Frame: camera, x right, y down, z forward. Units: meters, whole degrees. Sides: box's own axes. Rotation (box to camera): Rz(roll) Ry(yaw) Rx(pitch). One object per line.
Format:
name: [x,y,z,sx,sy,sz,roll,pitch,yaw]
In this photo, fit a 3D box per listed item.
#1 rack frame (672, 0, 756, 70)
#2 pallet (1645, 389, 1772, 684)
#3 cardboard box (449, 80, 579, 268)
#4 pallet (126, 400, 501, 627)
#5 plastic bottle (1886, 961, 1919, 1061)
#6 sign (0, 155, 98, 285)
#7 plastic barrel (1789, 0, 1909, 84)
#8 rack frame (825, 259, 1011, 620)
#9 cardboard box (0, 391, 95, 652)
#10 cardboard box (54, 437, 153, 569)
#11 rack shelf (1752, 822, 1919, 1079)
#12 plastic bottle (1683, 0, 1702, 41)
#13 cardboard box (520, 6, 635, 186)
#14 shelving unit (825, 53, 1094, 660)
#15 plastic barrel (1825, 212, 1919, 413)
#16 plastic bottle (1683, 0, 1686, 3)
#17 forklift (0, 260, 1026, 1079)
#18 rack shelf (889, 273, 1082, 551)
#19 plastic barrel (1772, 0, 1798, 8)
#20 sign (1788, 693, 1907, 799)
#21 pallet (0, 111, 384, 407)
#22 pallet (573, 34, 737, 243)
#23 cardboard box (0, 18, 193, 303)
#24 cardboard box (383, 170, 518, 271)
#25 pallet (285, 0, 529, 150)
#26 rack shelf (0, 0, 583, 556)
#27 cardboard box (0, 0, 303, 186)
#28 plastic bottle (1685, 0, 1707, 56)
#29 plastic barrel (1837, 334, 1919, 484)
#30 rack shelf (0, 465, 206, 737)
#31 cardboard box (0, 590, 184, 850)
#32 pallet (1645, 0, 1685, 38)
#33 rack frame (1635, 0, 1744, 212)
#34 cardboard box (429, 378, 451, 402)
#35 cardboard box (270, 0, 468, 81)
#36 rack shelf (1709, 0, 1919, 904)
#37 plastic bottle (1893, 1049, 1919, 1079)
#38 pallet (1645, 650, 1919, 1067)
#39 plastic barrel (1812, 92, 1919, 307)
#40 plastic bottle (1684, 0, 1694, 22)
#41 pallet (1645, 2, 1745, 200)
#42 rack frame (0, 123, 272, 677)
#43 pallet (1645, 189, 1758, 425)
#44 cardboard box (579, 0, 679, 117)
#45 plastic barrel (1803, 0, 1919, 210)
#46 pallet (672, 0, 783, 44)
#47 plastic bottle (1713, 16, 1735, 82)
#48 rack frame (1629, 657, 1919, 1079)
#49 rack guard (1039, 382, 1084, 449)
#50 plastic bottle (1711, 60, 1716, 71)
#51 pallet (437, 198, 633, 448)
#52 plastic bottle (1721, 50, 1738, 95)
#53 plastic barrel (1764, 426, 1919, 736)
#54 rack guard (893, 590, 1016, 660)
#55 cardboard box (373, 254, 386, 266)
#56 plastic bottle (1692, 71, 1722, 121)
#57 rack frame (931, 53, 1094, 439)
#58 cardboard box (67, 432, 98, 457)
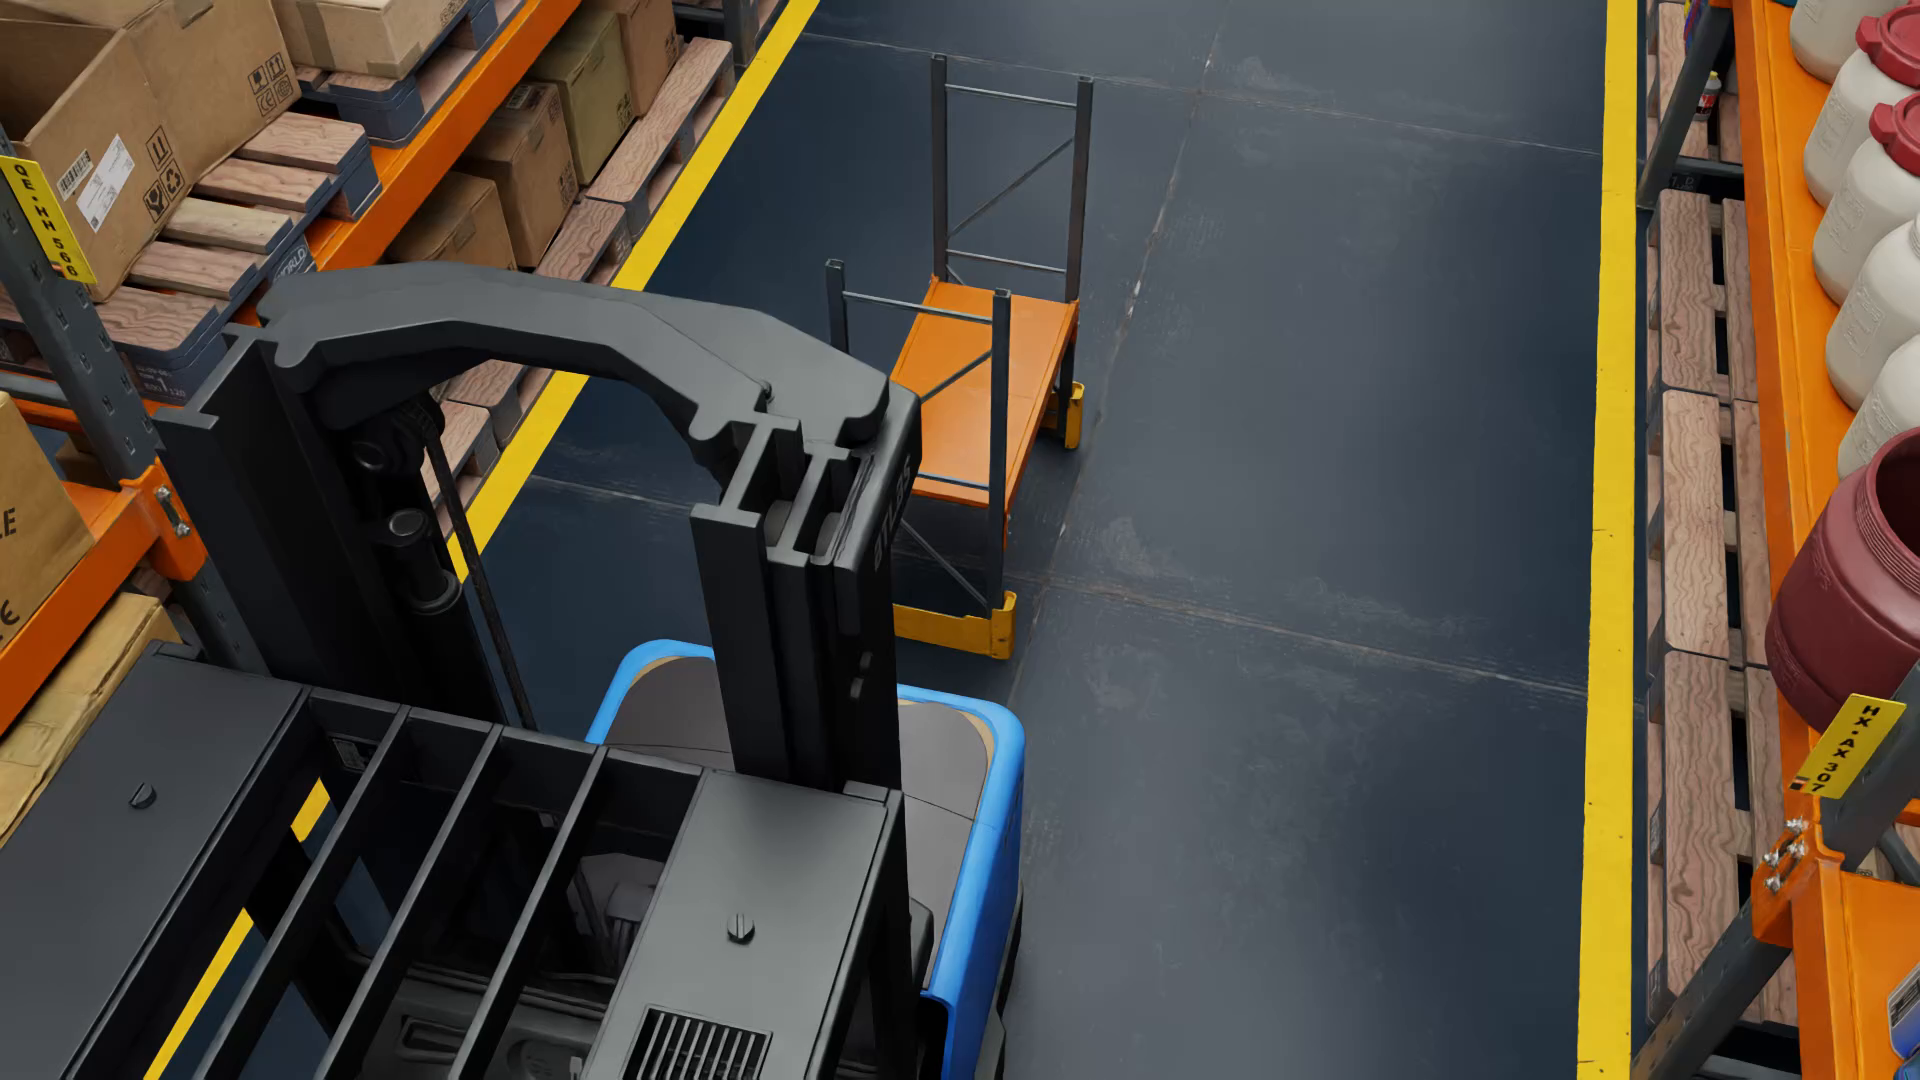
rack frame: [-1.448,-3.303,6.664,1.000,3.000,0.127,12,50,10]
pallet: [2.842,0.058,5.558,1.003,0.211,1.213,12,50,10]
cardboard box: [-1.921,-1.435,6.390,0.700,0.500,0.500,8,49,7]
pallet: [-2.293,-0.052,5.655,1.003,0.211,1.213,12,50,10]
plastic bottle: [1.852,0.858,3.075,0.152,0.276,0.135,12,50,10]
sign: [-1.964,-0.686,3.582,0.100,0.325,0.005,12,50,10]
plastic barrel: [2.867,-1.722,5.178,0.433,0.535,0.433,0,49,0]
rack frame: [-0.111,-0.190,4.918,0.500,1.500,0.032,12,50,10]
cardboard box: [-2.391,-0.037,3.715,0.500,0.500,0.500,13,50,11]
cardboard box: [-2.343,-0.217,5.314,0.700,0.500,0.500,9,49,8]
rack shelf: [1.751,2.253,2.241,1.077,0.370,4.000,12,50,10]
plastic bottle: [3.275,-2.360,7.350,0.061,0.283,0.133,15,50,13]
cardboard box: [-1.774,-1.840,6.747,0.700,0.500,0.500,11,50,10]
shelving unit: [0.020,-0.551,5.236,0.587,1.500,1.083,12,50,10]
plastic barrel: [2.453,-0.560,4.169,0.421,0.512,0.421,0,49,0]
plastic bottle: [3.404,-2.582,7.551,0.152,0.276,0.135,12,50,11]
forklift: [-0.669,1.133,2.795,1.130,2.935,3.031,10,49,9]
rack shelf: [0.022,-0.439,5.377,0.538,0.185,1.000,12,50,10]
plastic barrel: [2.937,-2.272,5.420,0.600,0.901,0.708,12,50,10]
sign: [1.745,0.410,3.278,0.100,0.325,0.005,12,50,10]
pallet: [-2.416,-0.883,4.656,1.213,0.211,1.003,12,50,10]
pallet: [-1.651,-1.817,7.213,1.003,0.211,1.213,12,50,10]
cardboard box: [-2.397,-0.980,4.268,0.500,0.500,0.500,6,49,5]
cardboard box: [-2.067,-1.032,6.034,0.700,0.500,0.500,15,50,13]
pallet: [-2.019,-1.786,5.454,1.003,0.211,1.213,12,50,10]
rack shelf: [-1.974,-1.618,5.657,1.077,0.370,4.000,12,50,10]
cardboard box: [-2.346,-1.404,4.641,0.700,0.500,0.500,18,51,16]
plastic bottle: [3.273,-2.256,7.214,0.144,0.351,0.185,9,49,8]
plastic barrel: [2.343,-0.255,3.900,0.421,0.512,0.421,0,49,0]
rack shelf: [-3.027,1.275,3.104,1.077,0.370,4.000,12,50,10]
cardboard box: [-2.702,0.650,4.313,1.225,0.875,0.875,9,49,8]
pallet: [3.867,-2.765,8.050,1.003,0.211,1.213,12,50,10]
rack frame: [3.331,-2.325,5.802,1.000,3.000,0.127,12,50,10]
cardboard box: [-2.210,-0.620,5.671,0.700,0.500,0.500,8,49,7]
cardboard box: [-1.837,-1.666,5.039,0.500,0.250,0.500,10,49,9]
rack shelf: [2.804,-0.641,4.795,1.077,0.370,4.000,12,50,10]
plastic bottle: [1.795,0.938,3.007,0.097,0.271,0.097,0,49,0]
pallet: [2.519,0.938,4.781,1.003,0.211,1.213,12,50,10]
plastic barrel: [2.560,-0.878,4.434,0.433,0.535,0.433,0,49,0]
plastic bottle: [3.358,-2.490,7.420,0.144,0.351,0.185,11,50,10]
pallet: [3.548,-1.880,7.269,1.003,0.211,1.213,12,50,10]
rack frame: [-2.500,-0.410,4.111,1.000,3.000,0.127,12,50,10]
pallet: [3.161,-0.827,6.339,1.003,0.211,1.213,12,50,10]
cardboard box: [-1.630,-2.181,7.048,0.700,0.500,0.500,8,49,7]
plastic barrel: [2.674,-1.191,4.710,0.433,0.535,0.433,0,49,0]
pallet: [-1.305,-2.873,8.145,1.003,0.211,1.213,12,50,10]
plastic bottle: [3.222,-2.117,7.091,0.144,0.351,0.185,10,49,9]
rack frame: [2.278,0.568,3.248,1.000,3.000,0.127,12,50,10]
rack guard: [0.151,-0.498,6.023,0.587,0.250,0.087,12,50,10]
plastic bottle: [3.139,-1.985,7.020,0.061,0.283,0.133,14,50,12]
pallet: [-1.970,-0.931,6.431,1.003,0.211,1.213,12,50,10]
plastic bottle: [3.361,-2.089,7.066,0.144,0.351,0.185,12,50,10]
plastic barrel: [2.108,0.127,3.546,0.600,0.536,0.708,12,50,10]
rack guard: [-0.111,0.222,5.387,0.587,0.250,0.087,12,50,10]
cardboard box: [-2.223,-0.852,5.375,0.500,0.250,0.500,17,51,14]
plastic bottle: [3.126,-1.869,6.972,0.097,0.201,0.097,0,49,0]
rack frame: [0.156,-0.926,5.567,0.500,1.500,0.032,12,50,10]
cardboard box: [-2.353,-0.467,5.035,0.500,0.250,0.500,13,50,12]
